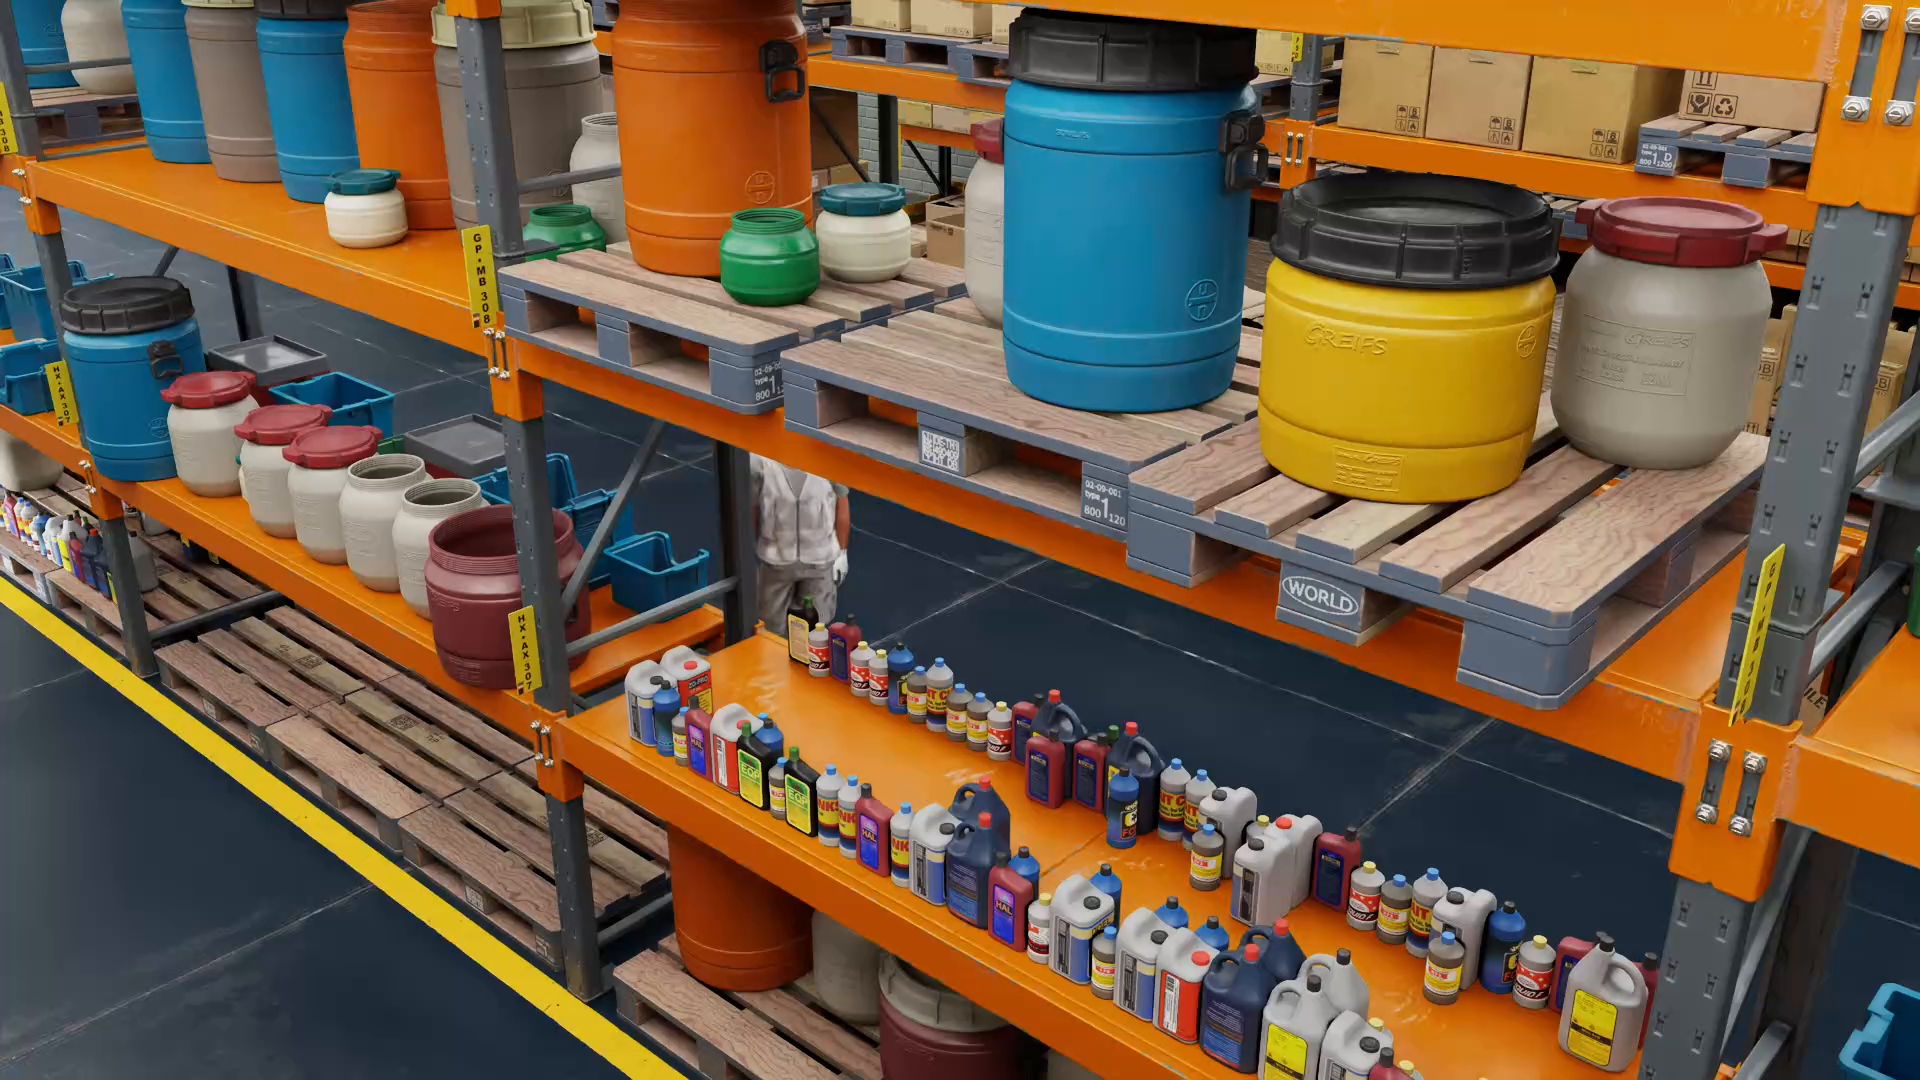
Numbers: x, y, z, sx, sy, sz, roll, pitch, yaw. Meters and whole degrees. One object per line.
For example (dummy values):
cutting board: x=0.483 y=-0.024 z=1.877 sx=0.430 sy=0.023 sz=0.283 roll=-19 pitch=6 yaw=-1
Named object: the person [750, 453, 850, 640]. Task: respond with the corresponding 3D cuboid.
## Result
person: x=-0.861 y=0.108 z=8.277 sx=0.651 sy=1.788 sz=0.403 roll=-3 pitch=24 yaw=-6
